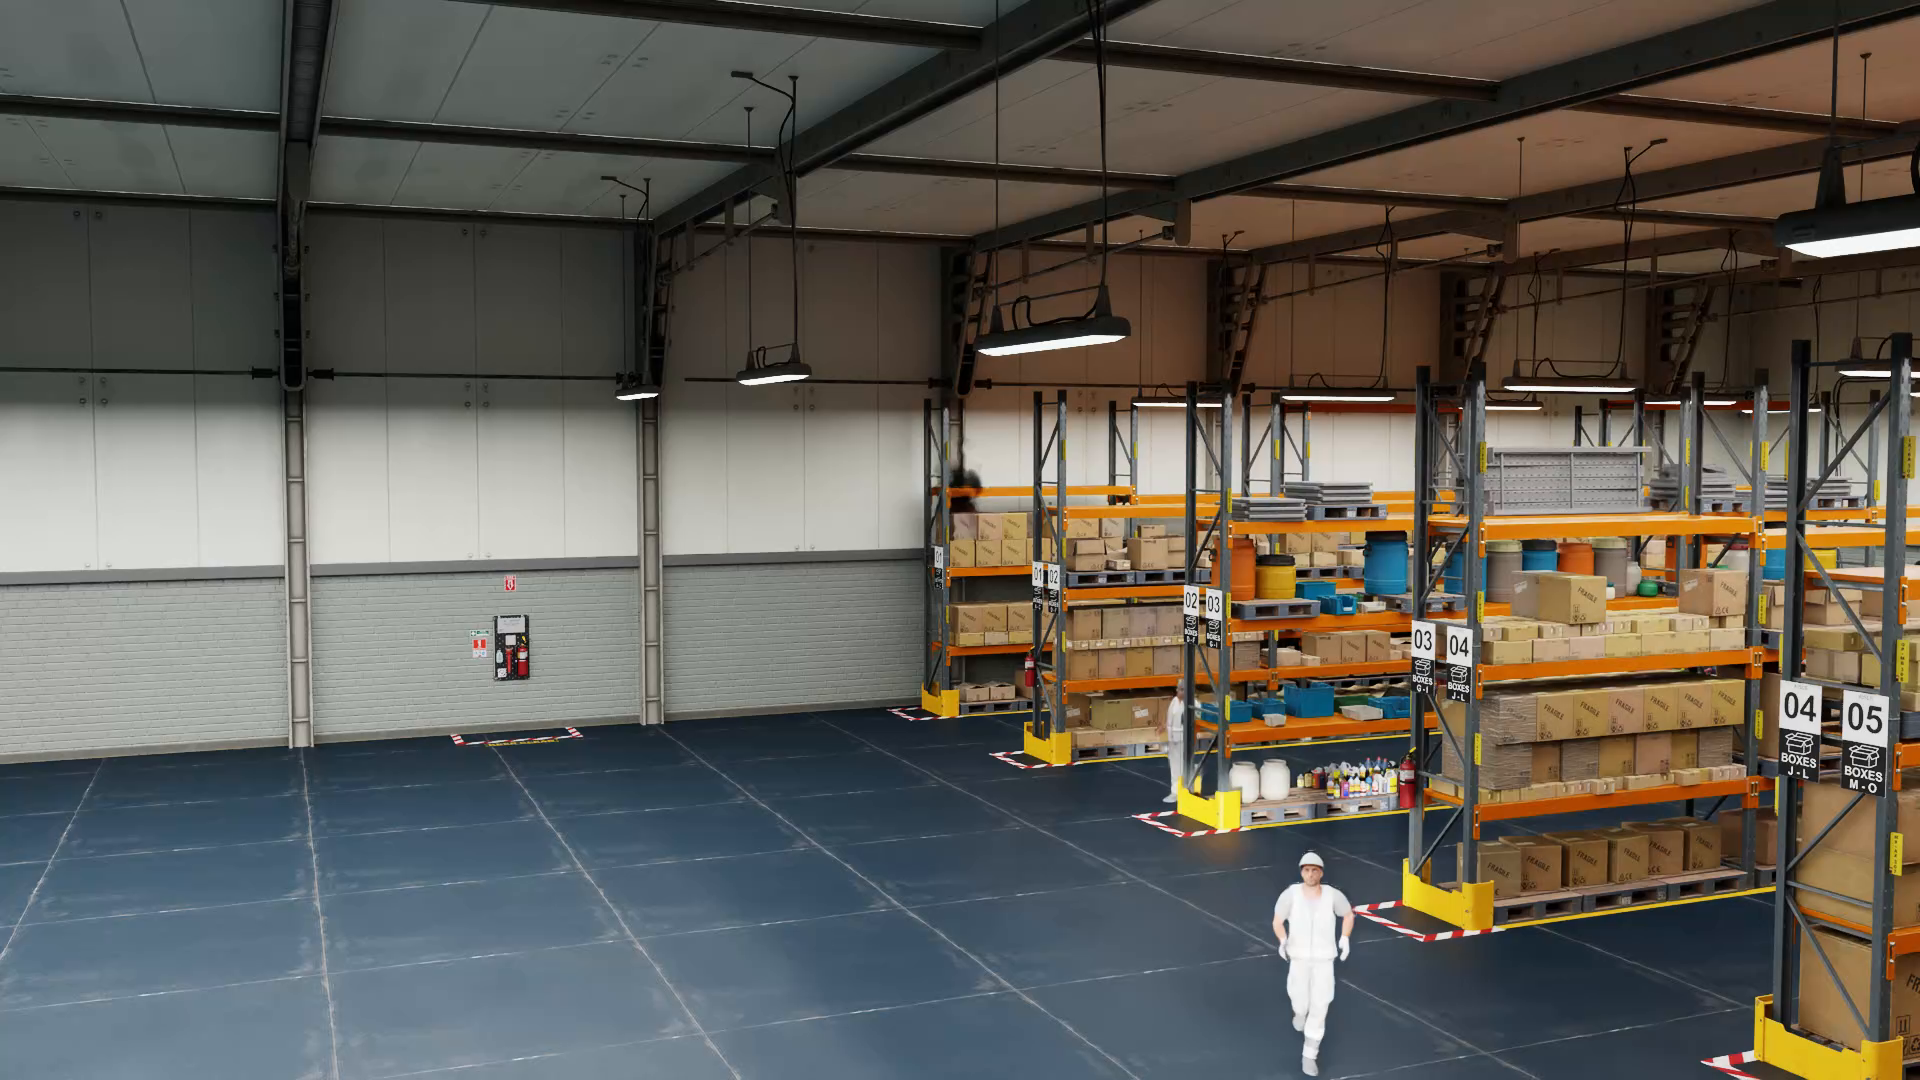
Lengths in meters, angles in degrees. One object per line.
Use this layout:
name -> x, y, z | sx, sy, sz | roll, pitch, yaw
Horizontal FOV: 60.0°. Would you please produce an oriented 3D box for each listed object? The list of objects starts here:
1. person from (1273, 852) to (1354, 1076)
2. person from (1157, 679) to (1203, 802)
person -> 2.953, 3.481, 13.895 | 0.668, 1.754, 0.825 | 1, 3, 12
person -> 3.256, 2.883, 24.107 | 0.816, 1.772, 0.663 | -2, 4, -36
